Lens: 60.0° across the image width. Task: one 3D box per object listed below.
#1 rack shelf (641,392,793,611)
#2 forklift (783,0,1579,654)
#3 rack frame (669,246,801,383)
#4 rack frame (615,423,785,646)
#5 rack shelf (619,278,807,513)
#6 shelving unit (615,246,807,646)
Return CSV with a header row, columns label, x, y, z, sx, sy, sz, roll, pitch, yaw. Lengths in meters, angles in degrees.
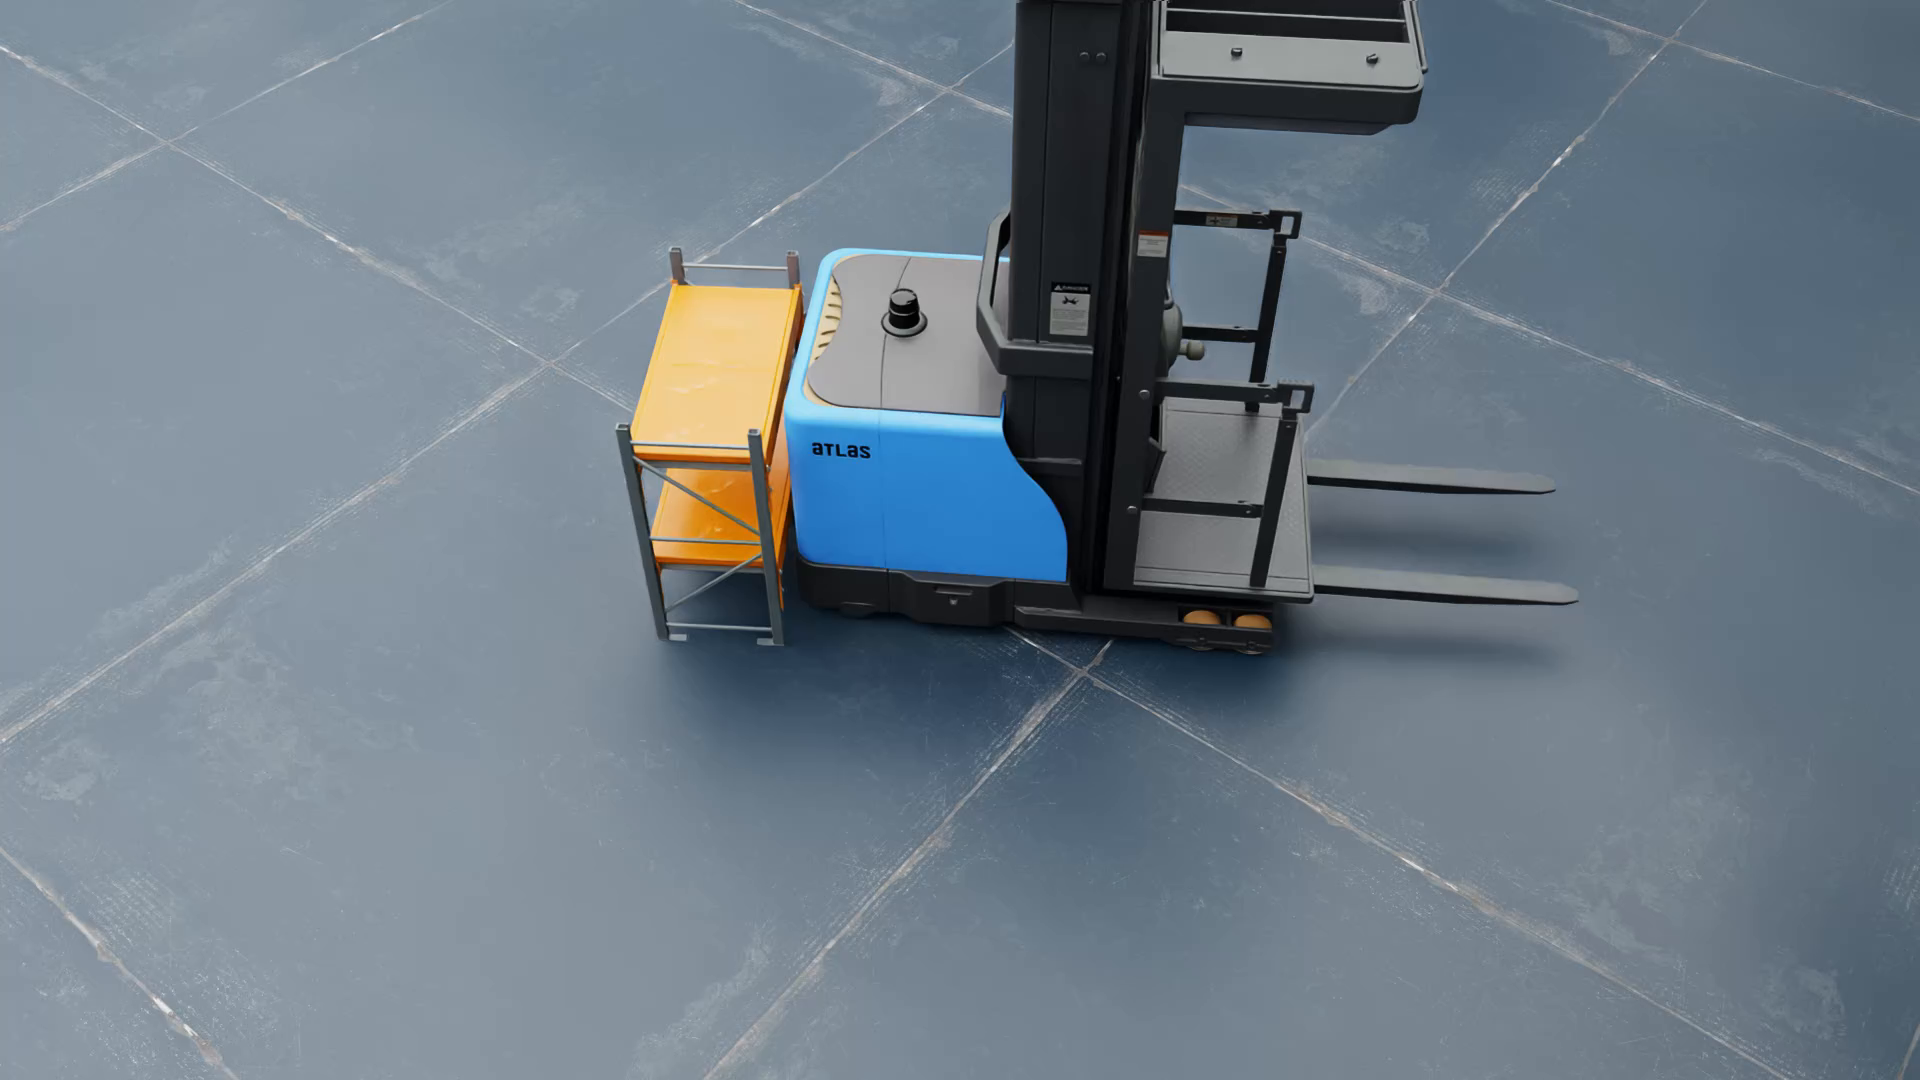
label,x,y,z,sx,sy,sz,roll,pitch,yaw
rack shelf,-0.906,-0.192,6.659,0.538,0.278,1.000,2,46,2
forklift,0.904,-0.973,5.818,3.031,2.935,1.130,4,46,4
rack frame,-0.876,-0.728,6.832,0.500,1.125,0.032,2,46,2
rack frame,-0.937,0.006,6.131,0.500,1.125,0.032,2,46,2
rack shelf,-0.906,-0.563,6.270,0.538,0.278,1.000,2,46,2
shelving unit,-0.906,-0.361,6.482,0.538,1.125,1.048,2,46,2
